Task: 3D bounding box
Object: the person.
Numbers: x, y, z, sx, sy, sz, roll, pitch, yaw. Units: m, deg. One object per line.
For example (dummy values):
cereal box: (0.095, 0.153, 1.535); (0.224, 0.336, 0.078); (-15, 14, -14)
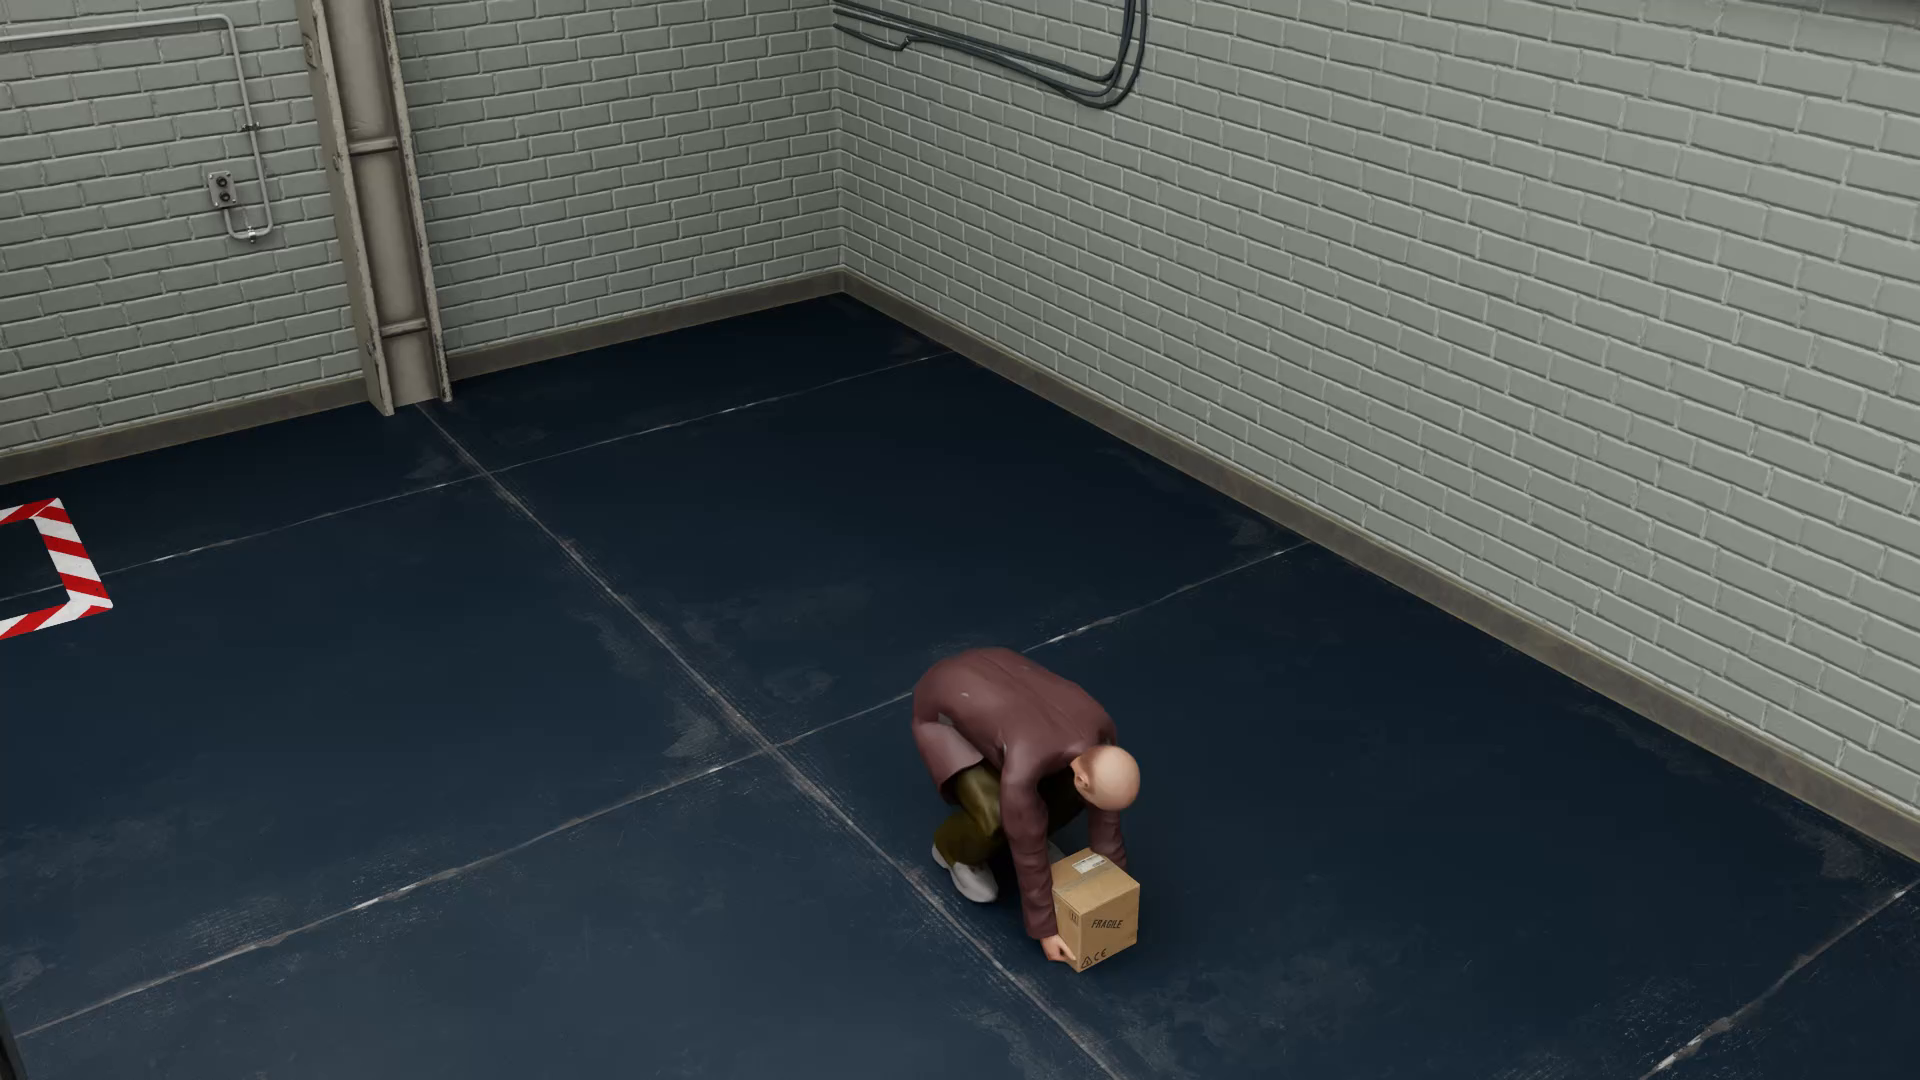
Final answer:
person: (0.217, 0.841, 5.578); (0.580, 0.864, 0.951); (-20, 34, -32)
